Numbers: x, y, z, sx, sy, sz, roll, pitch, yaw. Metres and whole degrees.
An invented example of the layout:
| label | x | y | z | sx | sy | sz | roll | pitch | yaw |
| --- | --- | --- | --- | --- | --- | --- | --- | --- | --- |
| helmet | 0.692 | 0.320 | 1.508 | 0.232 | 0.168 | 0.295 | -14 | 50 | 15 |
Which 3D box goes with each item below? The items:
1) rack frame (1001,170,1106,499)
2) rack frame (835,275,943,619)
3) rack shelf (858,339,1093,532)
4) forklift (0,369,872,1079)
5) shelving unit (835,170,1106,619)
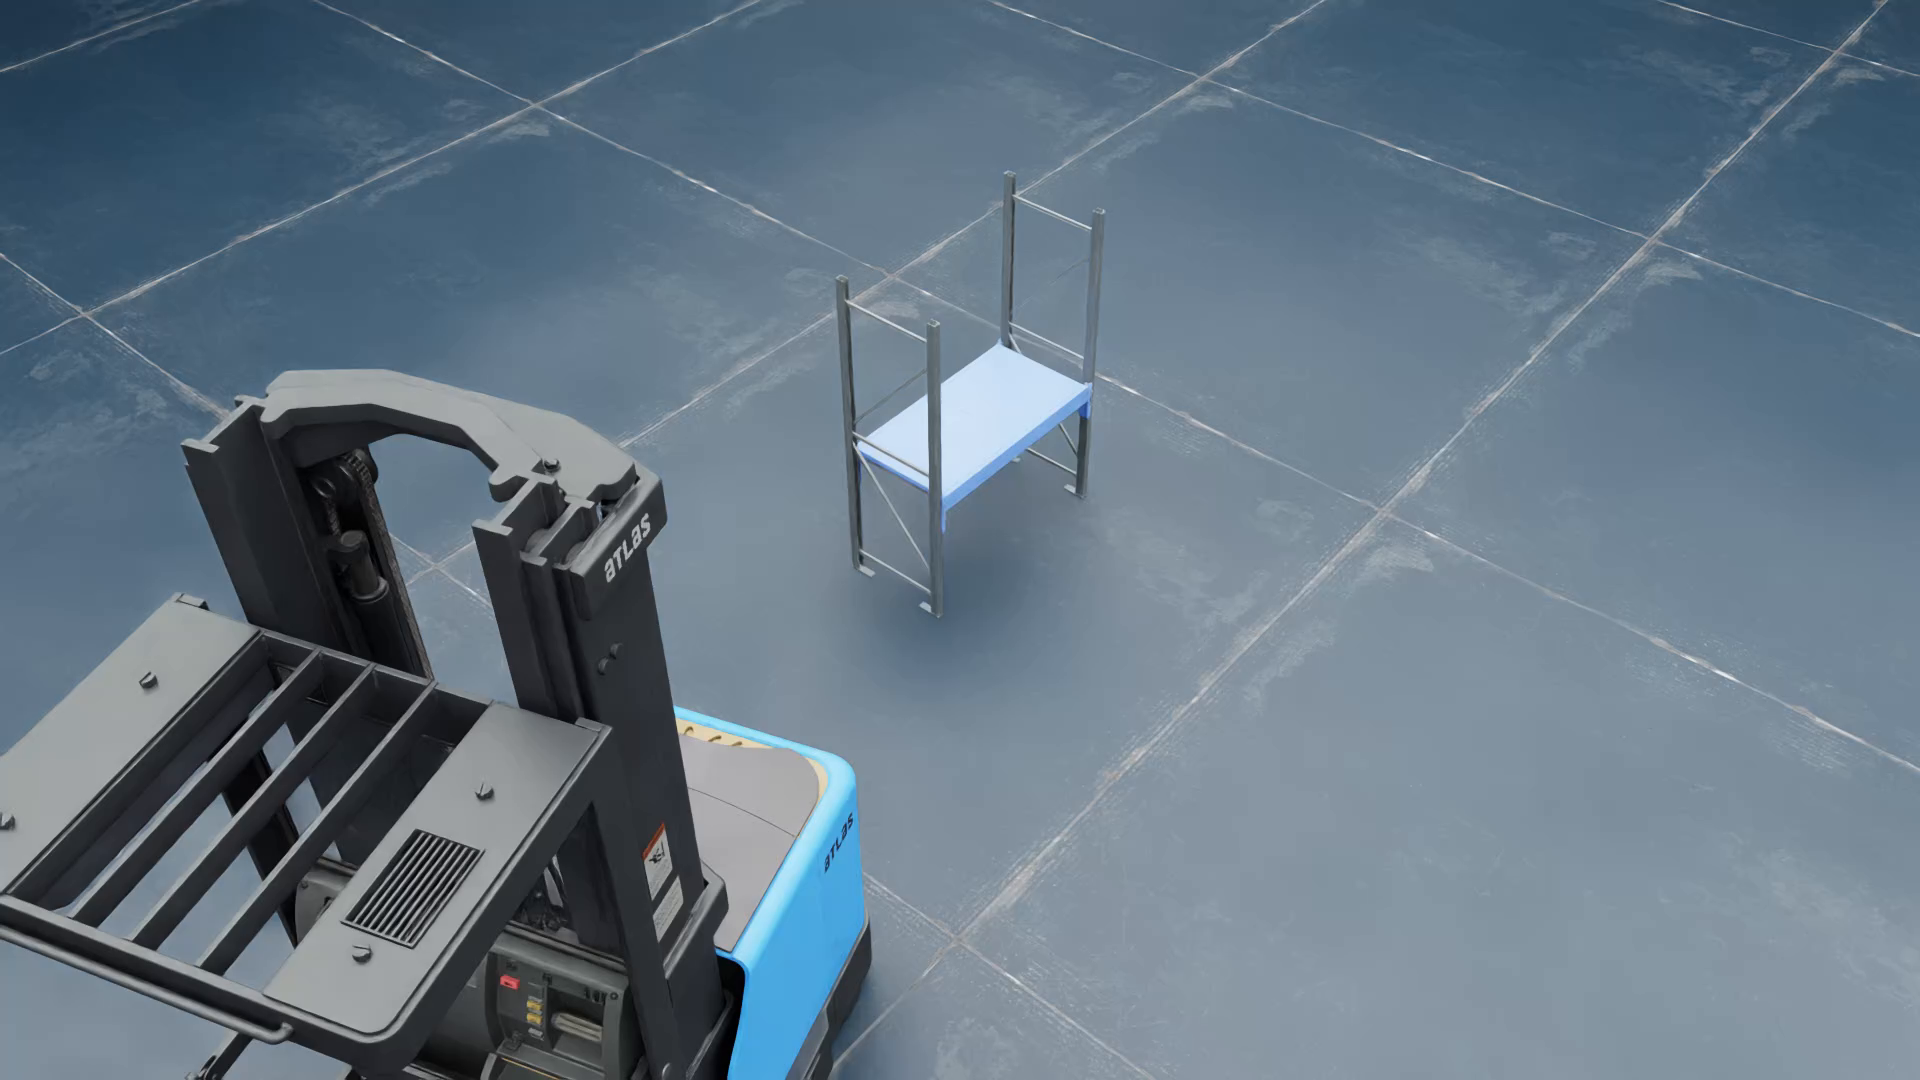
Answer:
| label | x | y | z | sx | sy | sz | roll | pitch | yaw |
| --- | --- | --- | --- | --- | --- | --- | --- | --- | --- |
| rack frame | 0.382 | -0.861 | 7.264 | 0.500 | 1.500 | 0.032 | 29 | 50 | 28 |
| rack frame | -0.272 | -0.337 | 6.688 | 0.500 | 1.500 | 0.032 | 29 | 50 | 28 |
| rack shelf | 0.055 | -0.466 | 7.097 | 0.538 | 0.185 | 1.000 | 29 | 50 | 28 |
| forklift | -1.308 | 1.194 | 3.941 | 1.130 | 2.935 | 3.031 | 15 | 44 | 15 |
| shelving unit | 0.055 | -0.599 | 6.976 | 0.538 | 1.500 | 1.048 | 29 | 50 | 28 |
